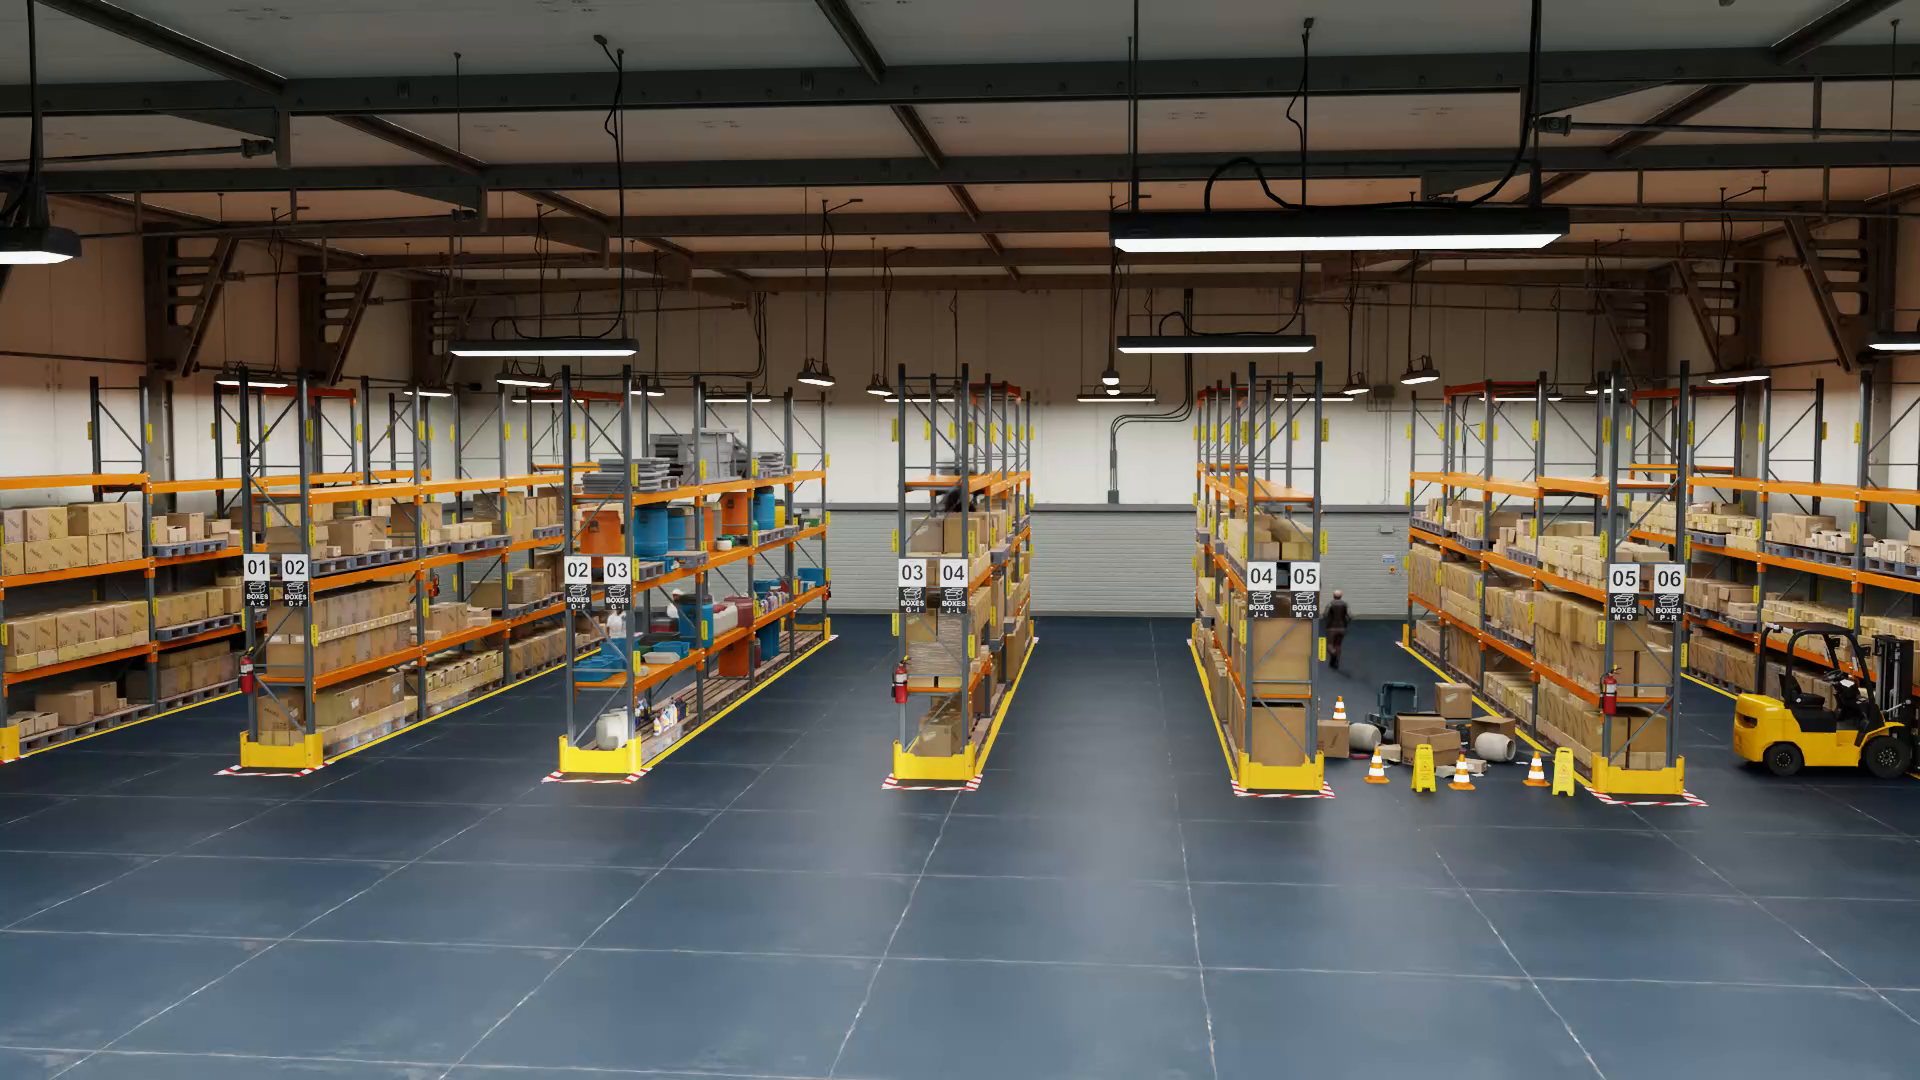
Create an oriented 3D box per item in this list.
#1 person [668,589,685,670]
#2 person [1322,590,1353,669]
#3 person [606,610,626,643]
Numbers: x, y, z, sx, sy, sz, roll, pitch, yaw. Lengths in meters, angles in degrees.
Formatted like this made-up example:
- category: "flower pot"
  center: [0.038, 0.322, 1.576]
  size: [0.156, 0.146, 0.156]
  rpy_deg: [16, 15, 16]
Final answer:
- category: "person"
  center: [-5.911, 1.902, 34.774]
  size: [0.665, 1.763, 0.674]
  rpy_deg: [1, 4, 16]
- category: "person"
  center: [8.011, 1.893, 35.365]
  size: [0.644, 1.677, 0.580]
  rpy_deg: [0, 4, -1]
- category: "person"
  center: [-6.882, 2.029, 33.643]
  size: [0.582, 1.665, 0.578]
  rpy_deg: [0, 4, 0]
